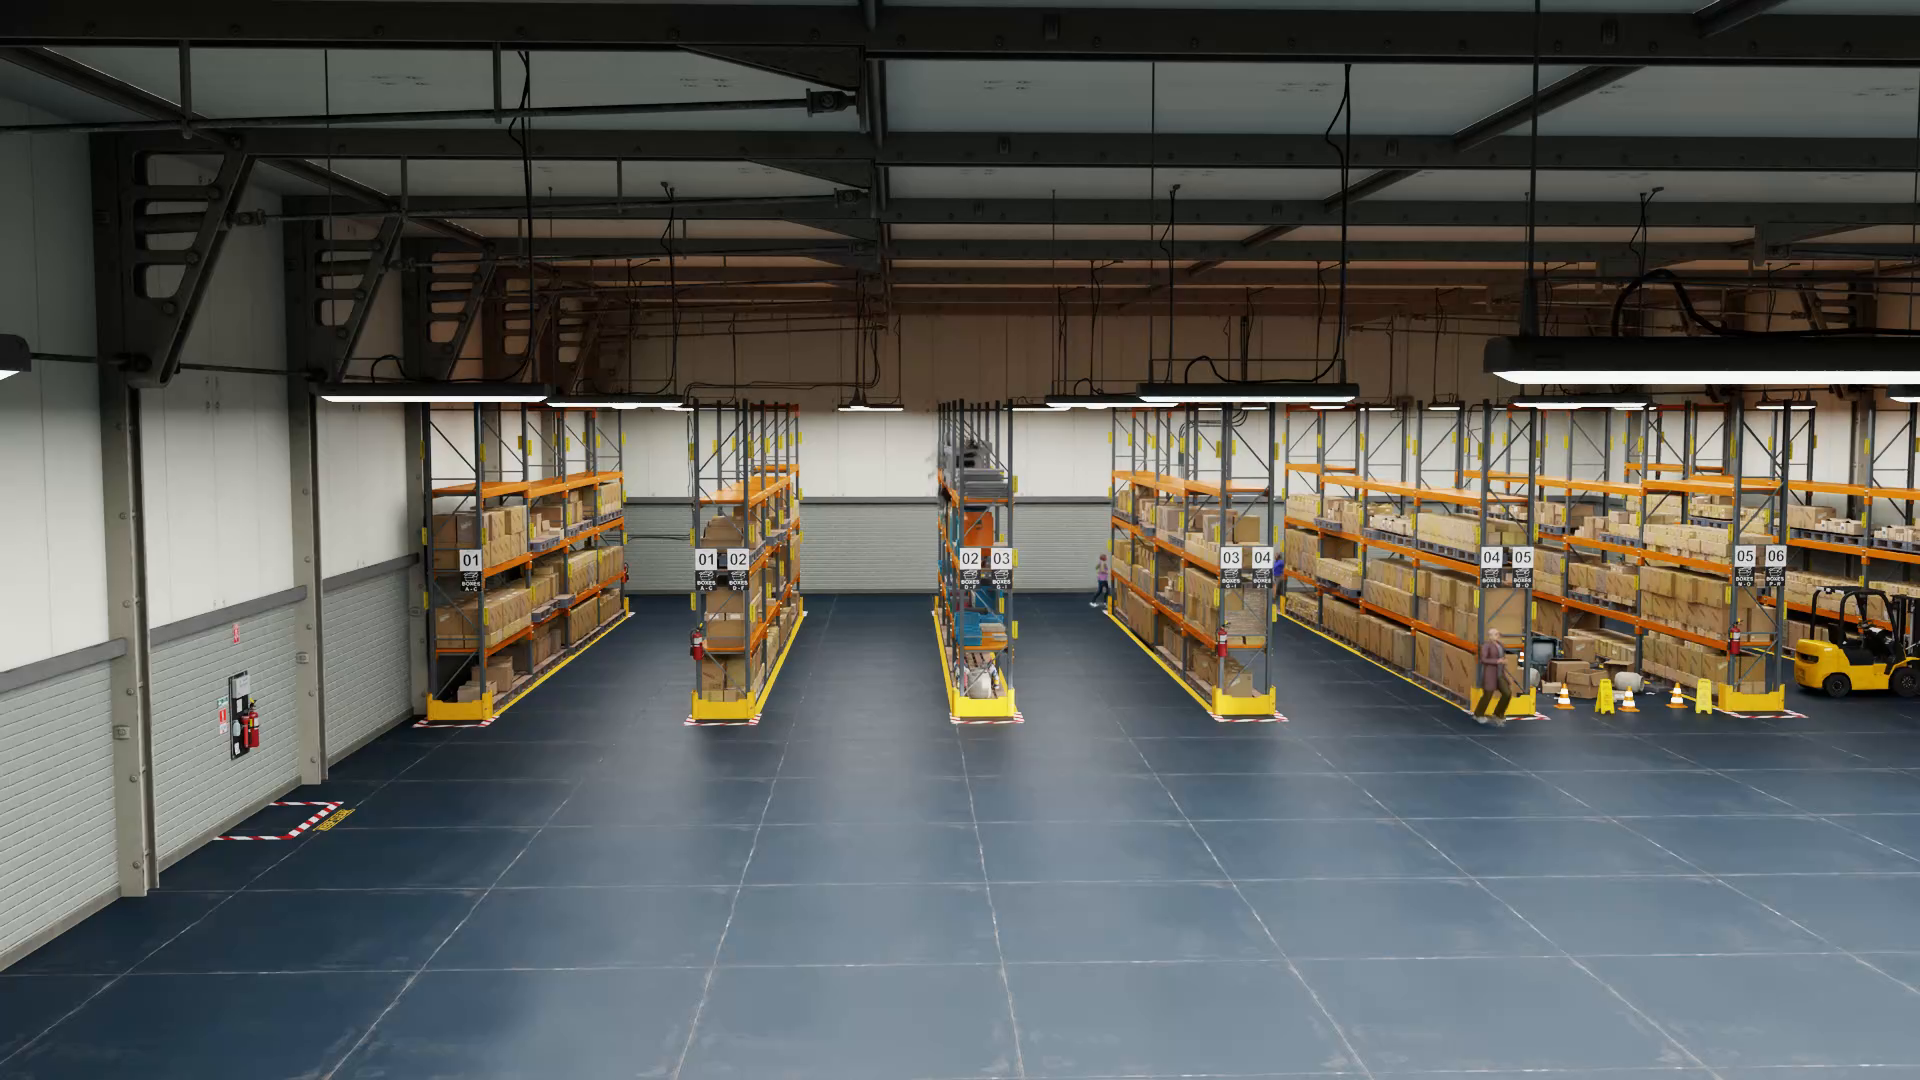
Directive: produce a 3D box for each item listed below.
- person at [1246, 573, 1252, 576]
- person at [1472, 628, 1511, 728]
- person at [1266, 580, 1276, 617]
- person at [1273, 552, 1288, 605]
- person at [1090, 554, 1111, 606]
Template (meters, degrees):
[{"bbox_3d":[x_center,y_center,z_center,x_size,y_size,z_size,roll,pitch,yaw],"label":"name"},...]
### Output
[{"bbox_3d":[8.092,1.314,45.279,0.656,1.700,0.819,0,4,-2],"label":"person"},{"bbox_3d":[9.767,2.537,30.426,0.687,1.849,0.785,-2,5,-29],"label":"person"},{"bbox_3d":[8.062,1.532,43.990,0.631,1.560,0.651,0,4,1],"label":"person"},{"bbox_3d":[9.316,1.205,48.600,0.773,1.712,0.639,-1,5,-18],"label":"person"},{"bbox_3d":[4.180,1.222,48.980,0.713,1.626,0.523,1,4,11],"label":"person"}]
